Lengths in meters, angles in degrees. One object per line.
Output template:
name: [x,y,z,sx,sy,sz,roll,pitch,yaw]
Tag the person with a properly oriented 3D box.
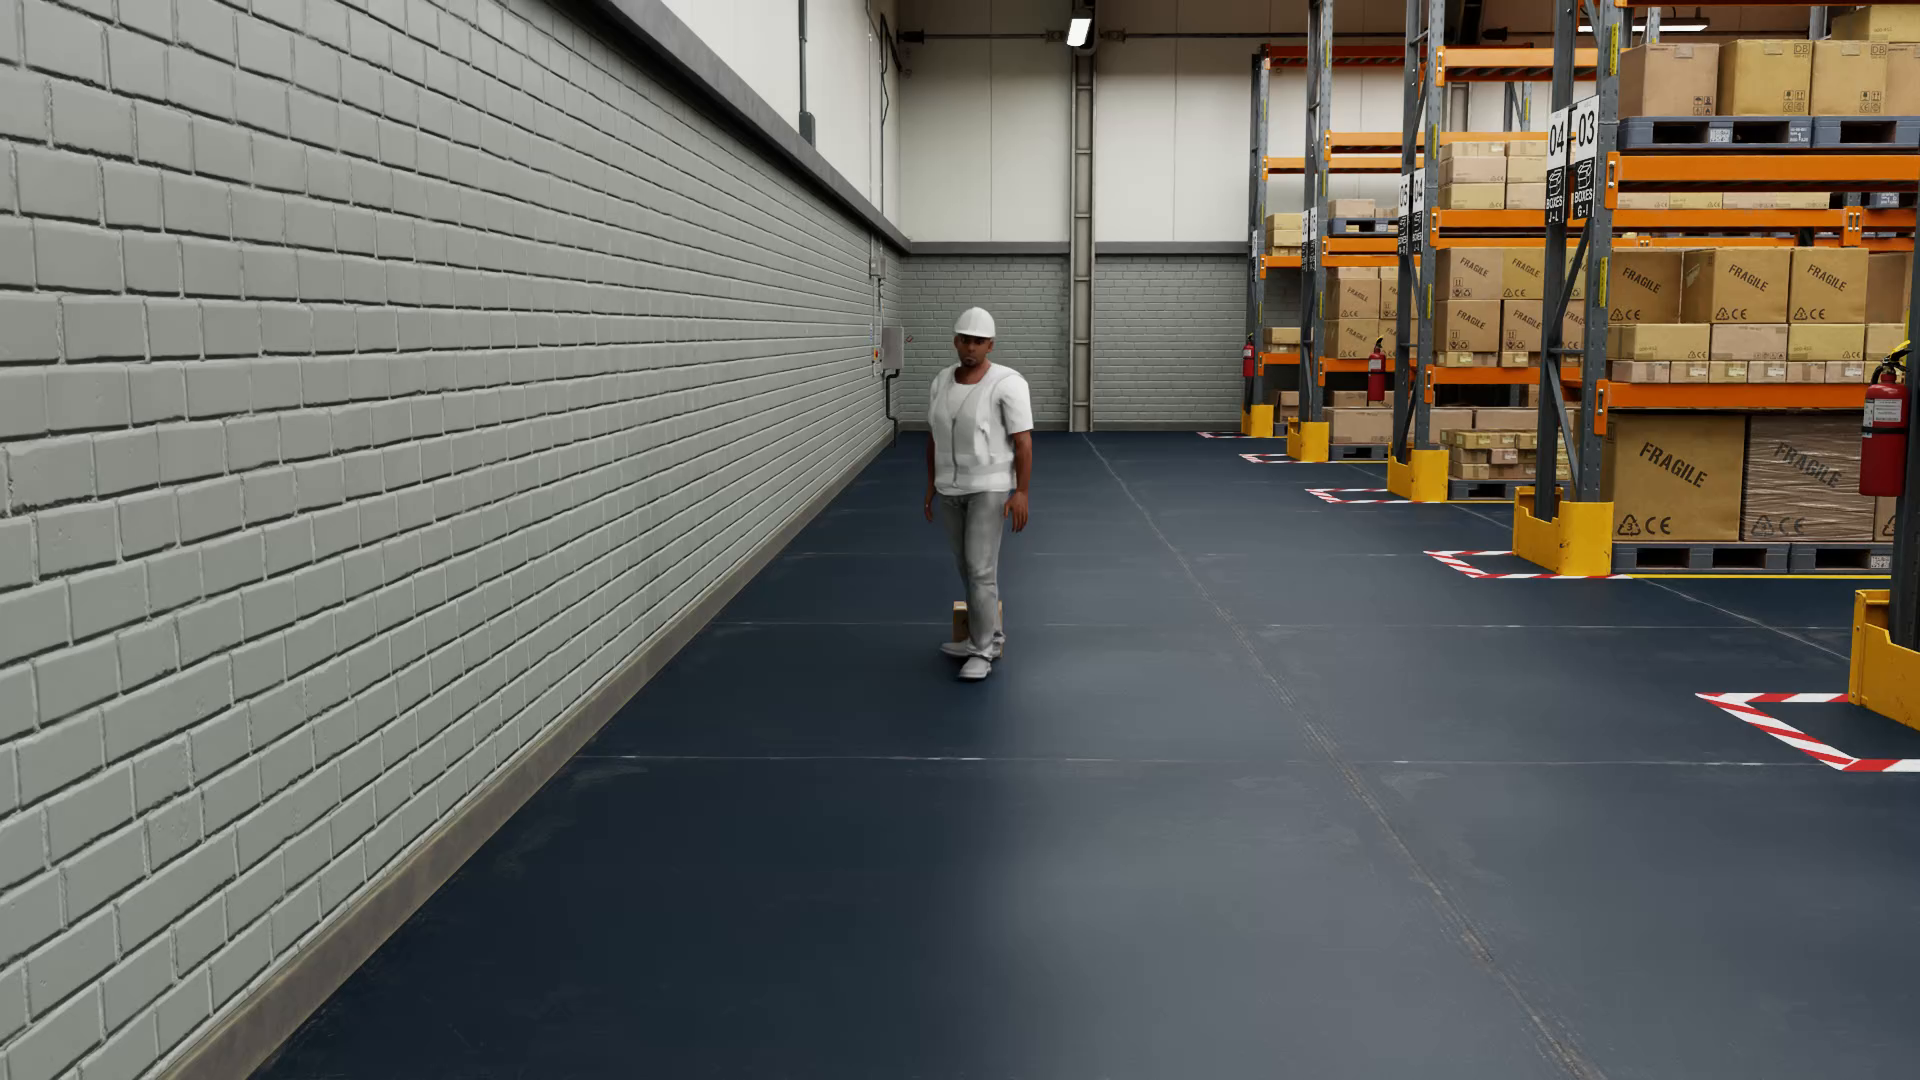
person: [0.075,-0.238,8.058,0.589,1.766,0.569,6,9,40]
